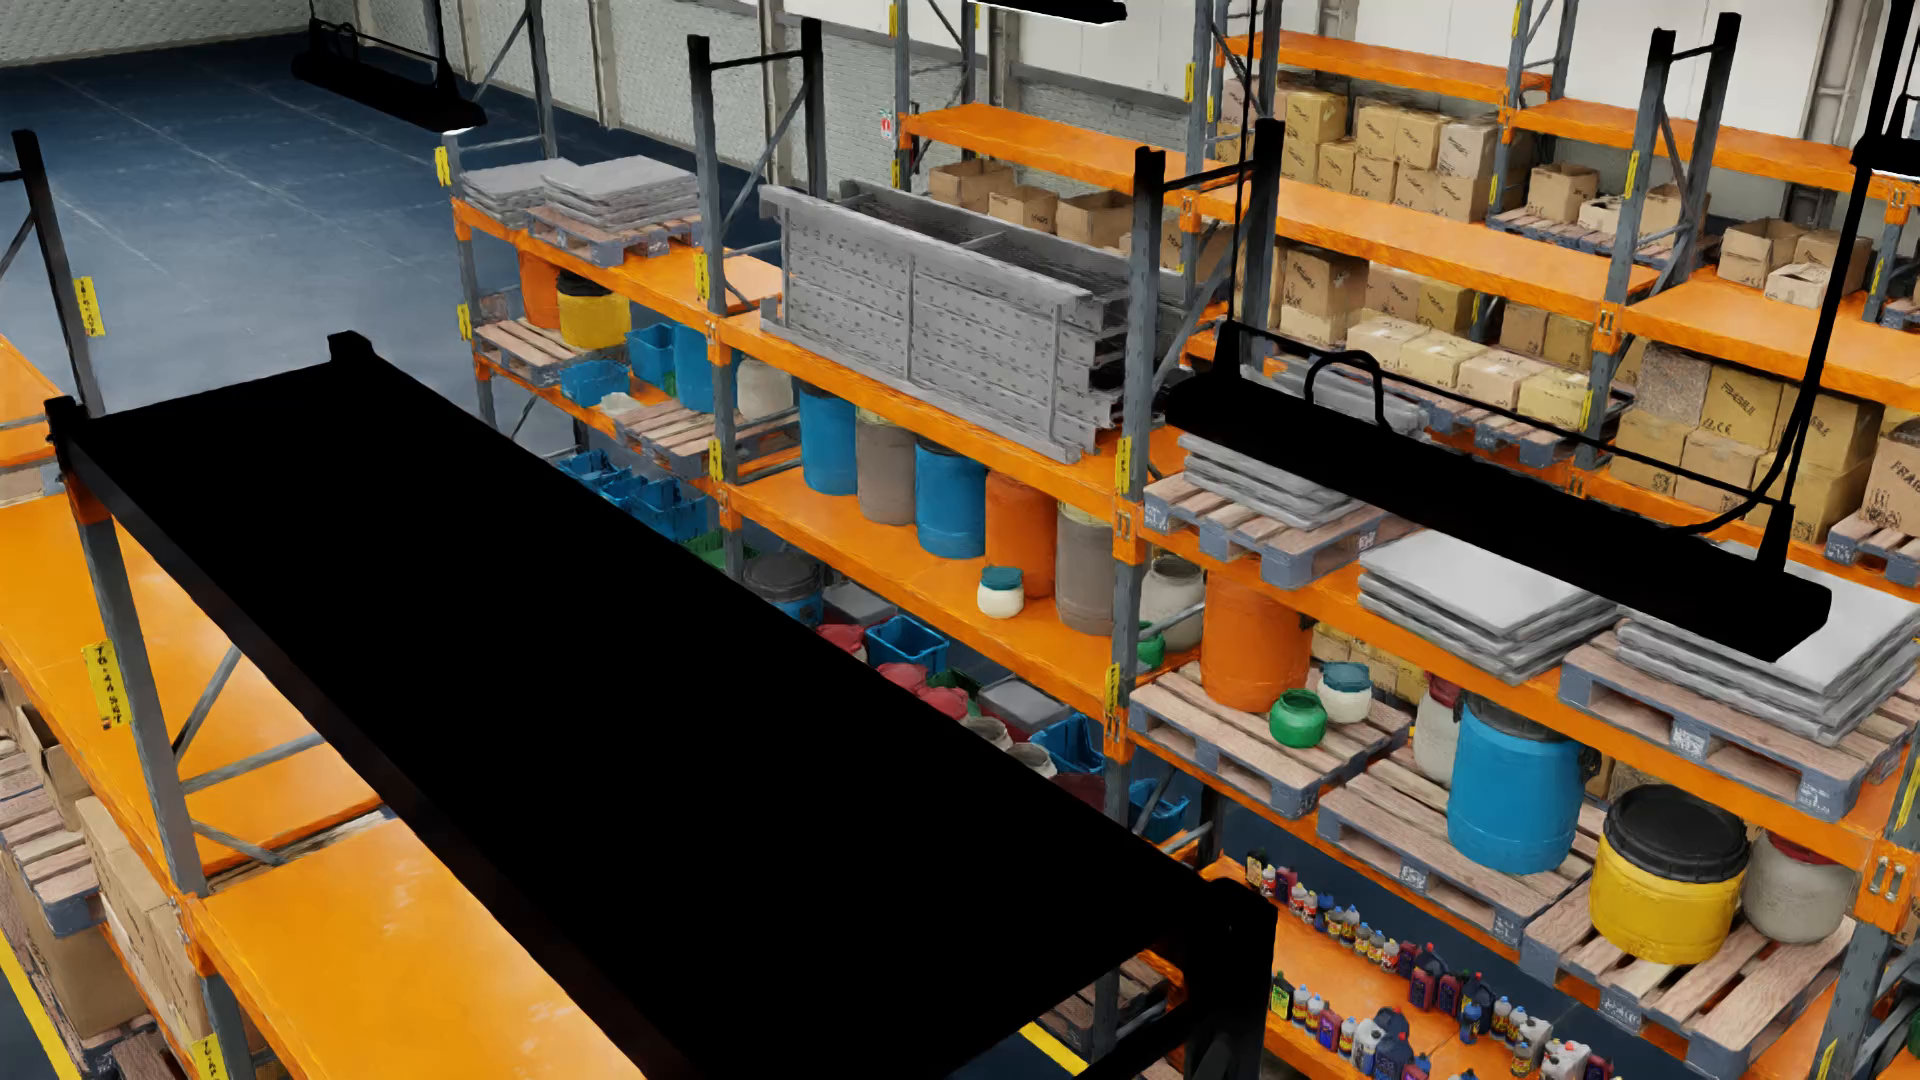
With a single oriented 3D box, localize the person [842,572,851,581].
[{"bbox_3d":[-0.948,0.382,15.049,0.447,1.574,1.088,-20,33,-34],"label":"person"}]
